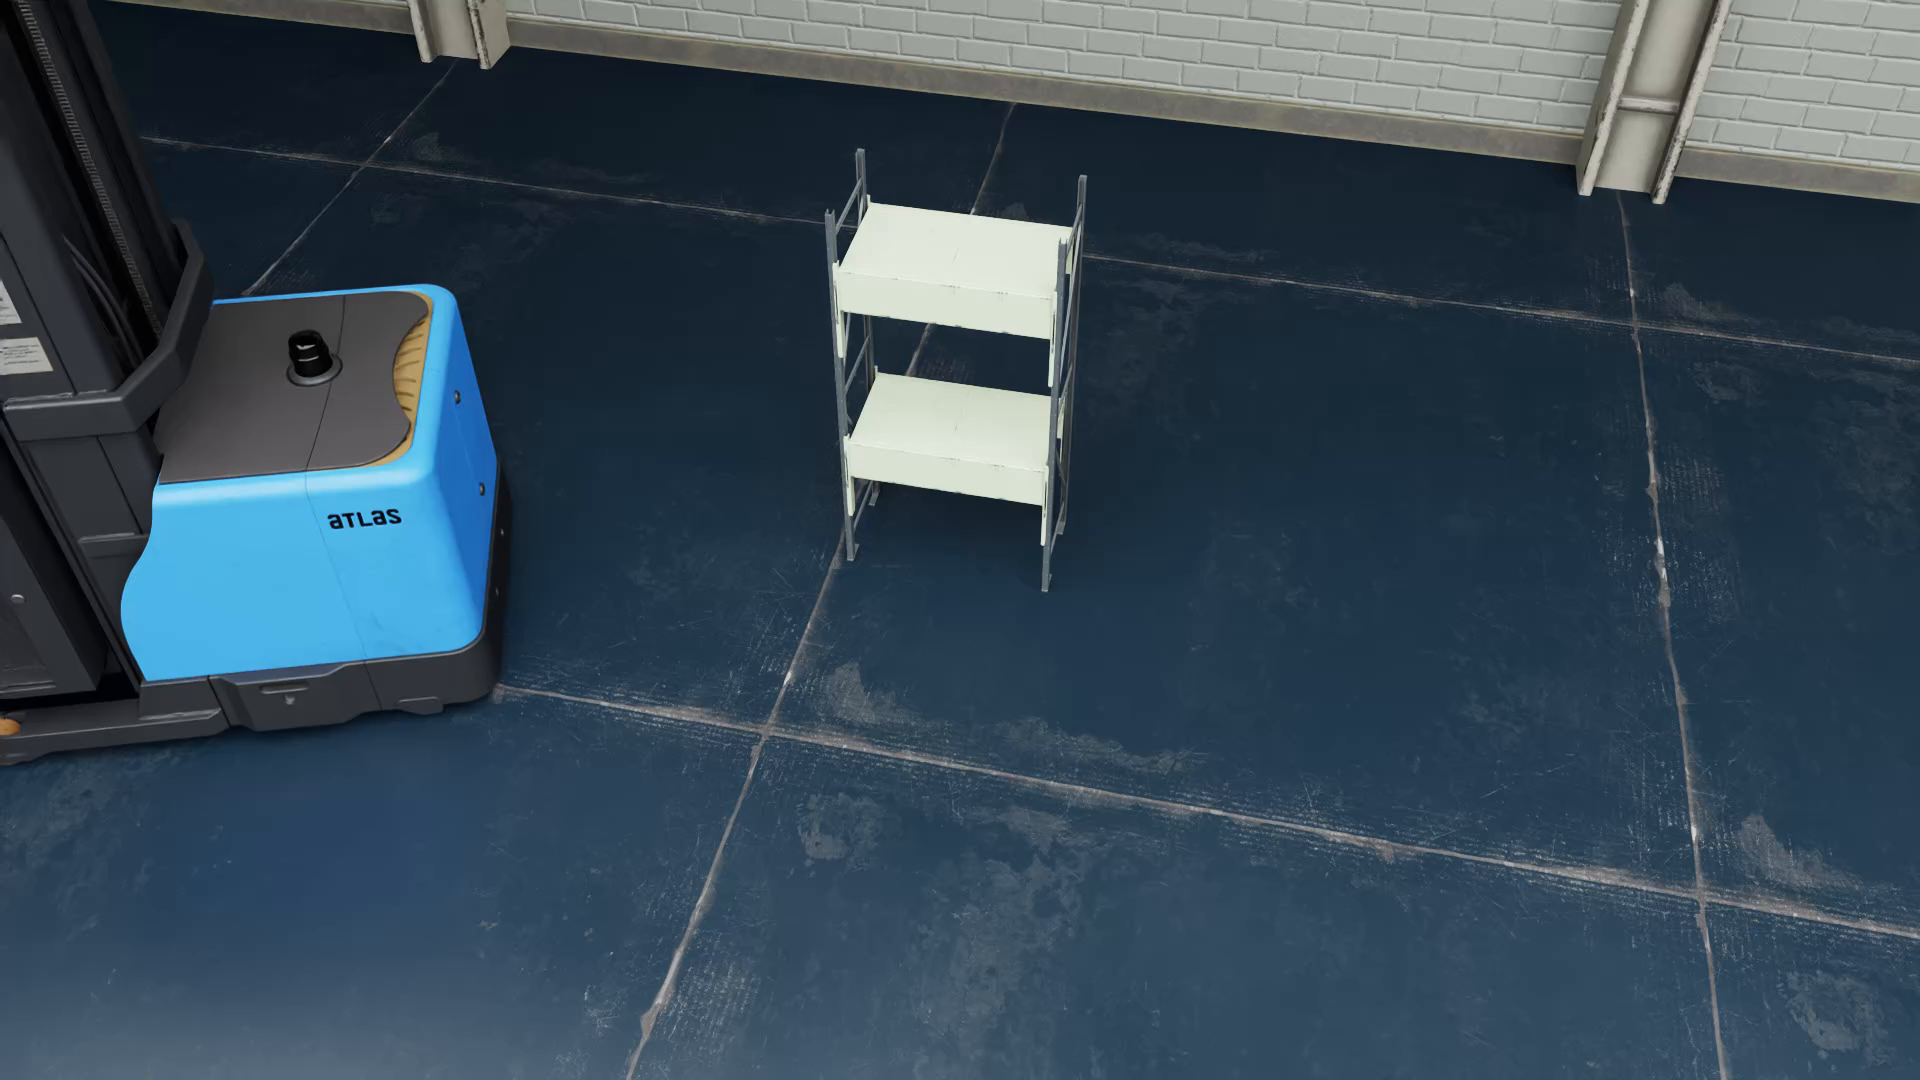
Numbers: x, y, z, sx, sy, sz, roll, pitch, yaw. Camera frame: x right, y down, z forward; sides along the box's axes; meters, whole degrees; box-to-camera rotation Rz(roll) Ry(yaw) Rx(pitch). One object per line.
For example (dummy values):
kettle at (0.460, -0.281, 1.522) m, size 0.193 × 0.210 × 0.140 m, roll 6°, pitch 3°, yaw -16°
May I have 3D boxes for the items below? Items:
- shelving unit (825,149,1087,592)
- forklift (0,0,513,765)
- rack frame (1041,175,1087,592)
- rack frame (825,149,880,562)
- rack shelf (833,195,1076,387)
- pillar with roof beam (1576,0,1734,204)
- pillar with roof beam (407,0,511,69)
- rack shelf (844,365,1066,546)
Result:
shelving unit at (-0.007, -0.541, 5.731) m, size 0.755 × 1.500 × 0.431 m, roll 9°, pitch 45°, yaw 9°
forklift at (-3.127, -0.687, 4.851) m, size 3.031 × 2.935 × 1.130 m, roll -5°, pitch 44°, yaw -6°
rack frame at (0.351, -0.486, 5.673) m, size 0.023 × 1.500 × 0.400 m, roll 9°, pitch 45°, yaw 9°
rack frame at (-0.364, -0.597, 5.789) m, size 0.023 × 1.500 × 0.400 m, roll 9°, pitch 45°, yaw 9°
rack shelf at (-0.007, -0.823, 5.460) m, size 0.720 × 0.370 × 0.431 m, roll 9°, pitch 45°, yaw 9°
pillar with roof beam at (2.251, -2.060, 1.901) m, size 0.400 × 9.000 × 9.100 m, roll 9°, pitch 45°, yaw 9°
pillar with roof beam at (-3.604, -2.969, 2.845) m, size 0.400 × 9.000 × 9.100 m, roll 9°, pitch 45°, yaw 9°
rack shelf at (-0.007, -0.306, 5.957) m, size 0.720 × 0.370 × 0.431 m, roll 9°, pitch 45°, yaw 9°
